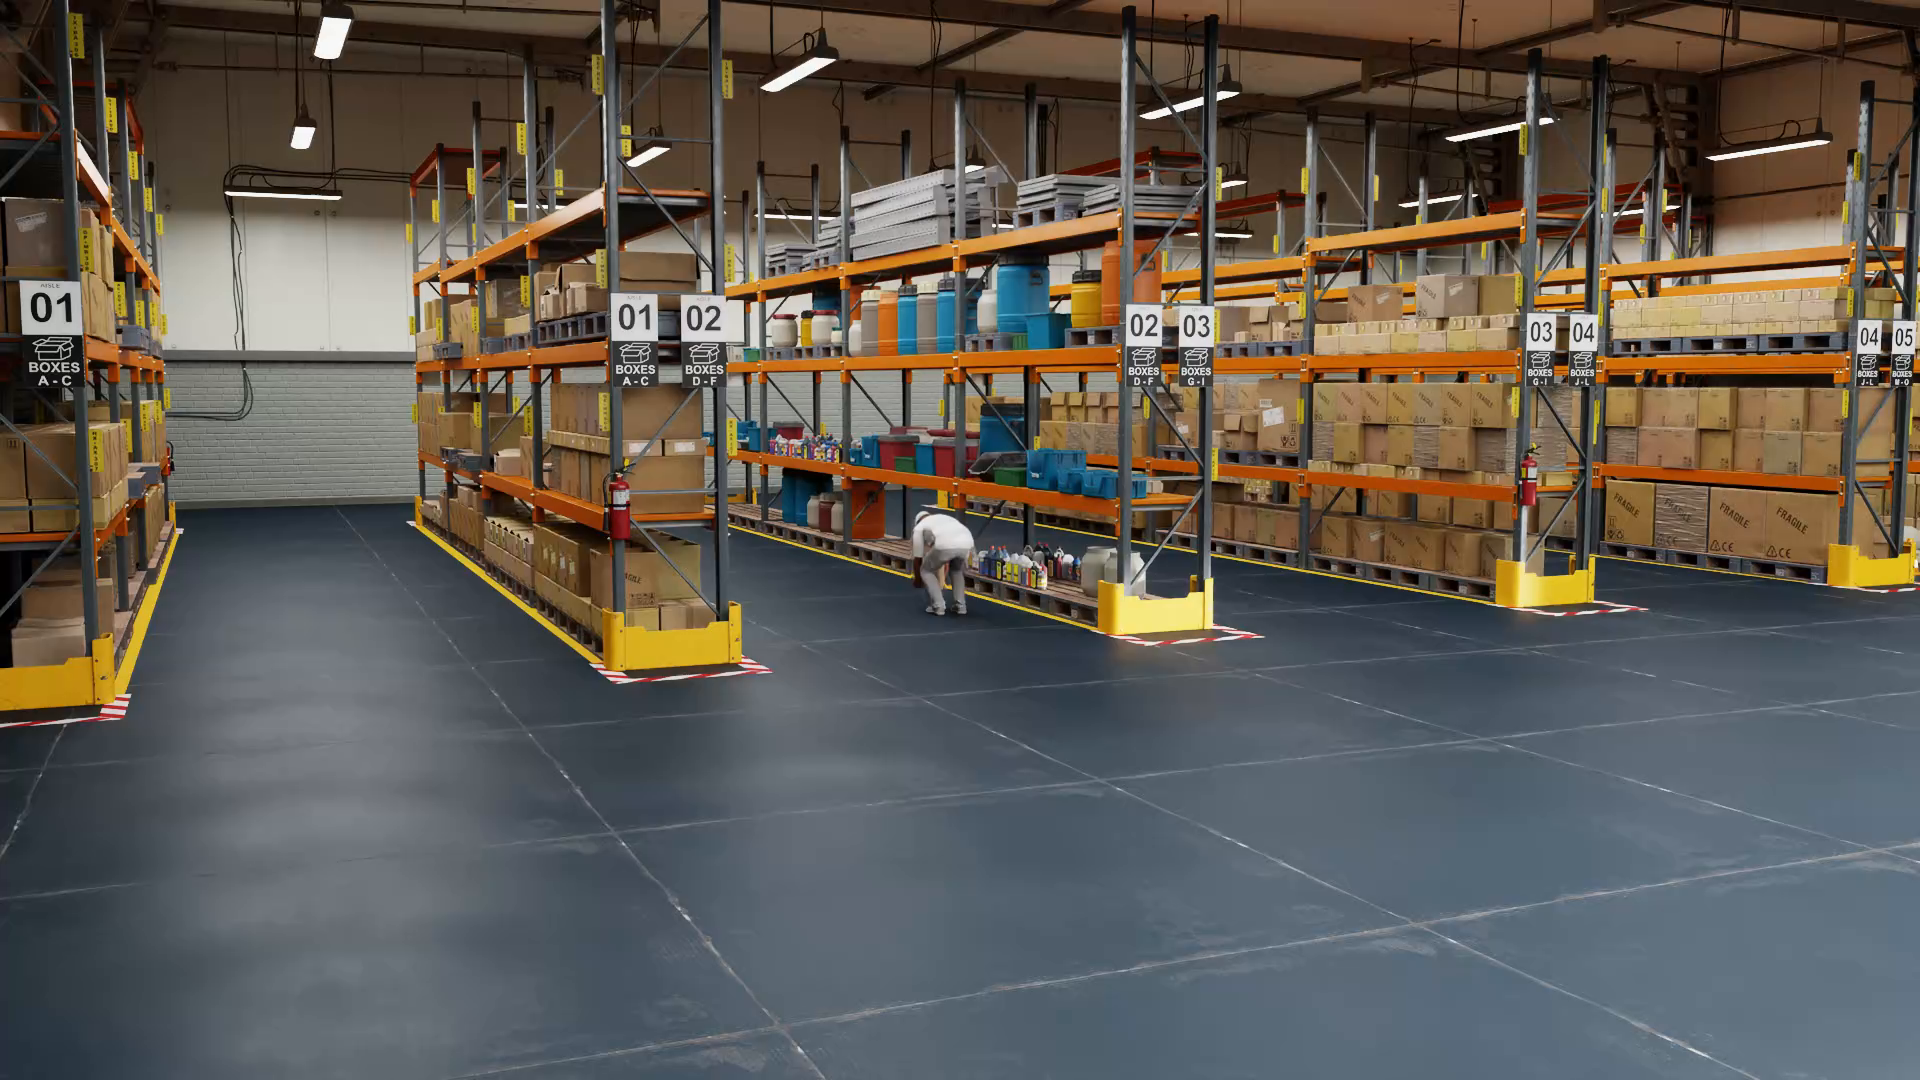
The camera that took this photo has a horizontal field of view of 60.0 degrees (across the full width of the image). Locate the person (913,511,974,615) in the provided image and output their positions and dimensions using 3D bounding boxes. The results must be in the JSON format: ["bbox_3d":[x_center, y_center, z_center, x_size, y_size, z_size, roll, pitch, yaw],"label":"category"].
[{"bbox_3d":[-0.223,0.243,17.873,0.515,1.051,0.967,-3,6,-26],"label":"person"}]
